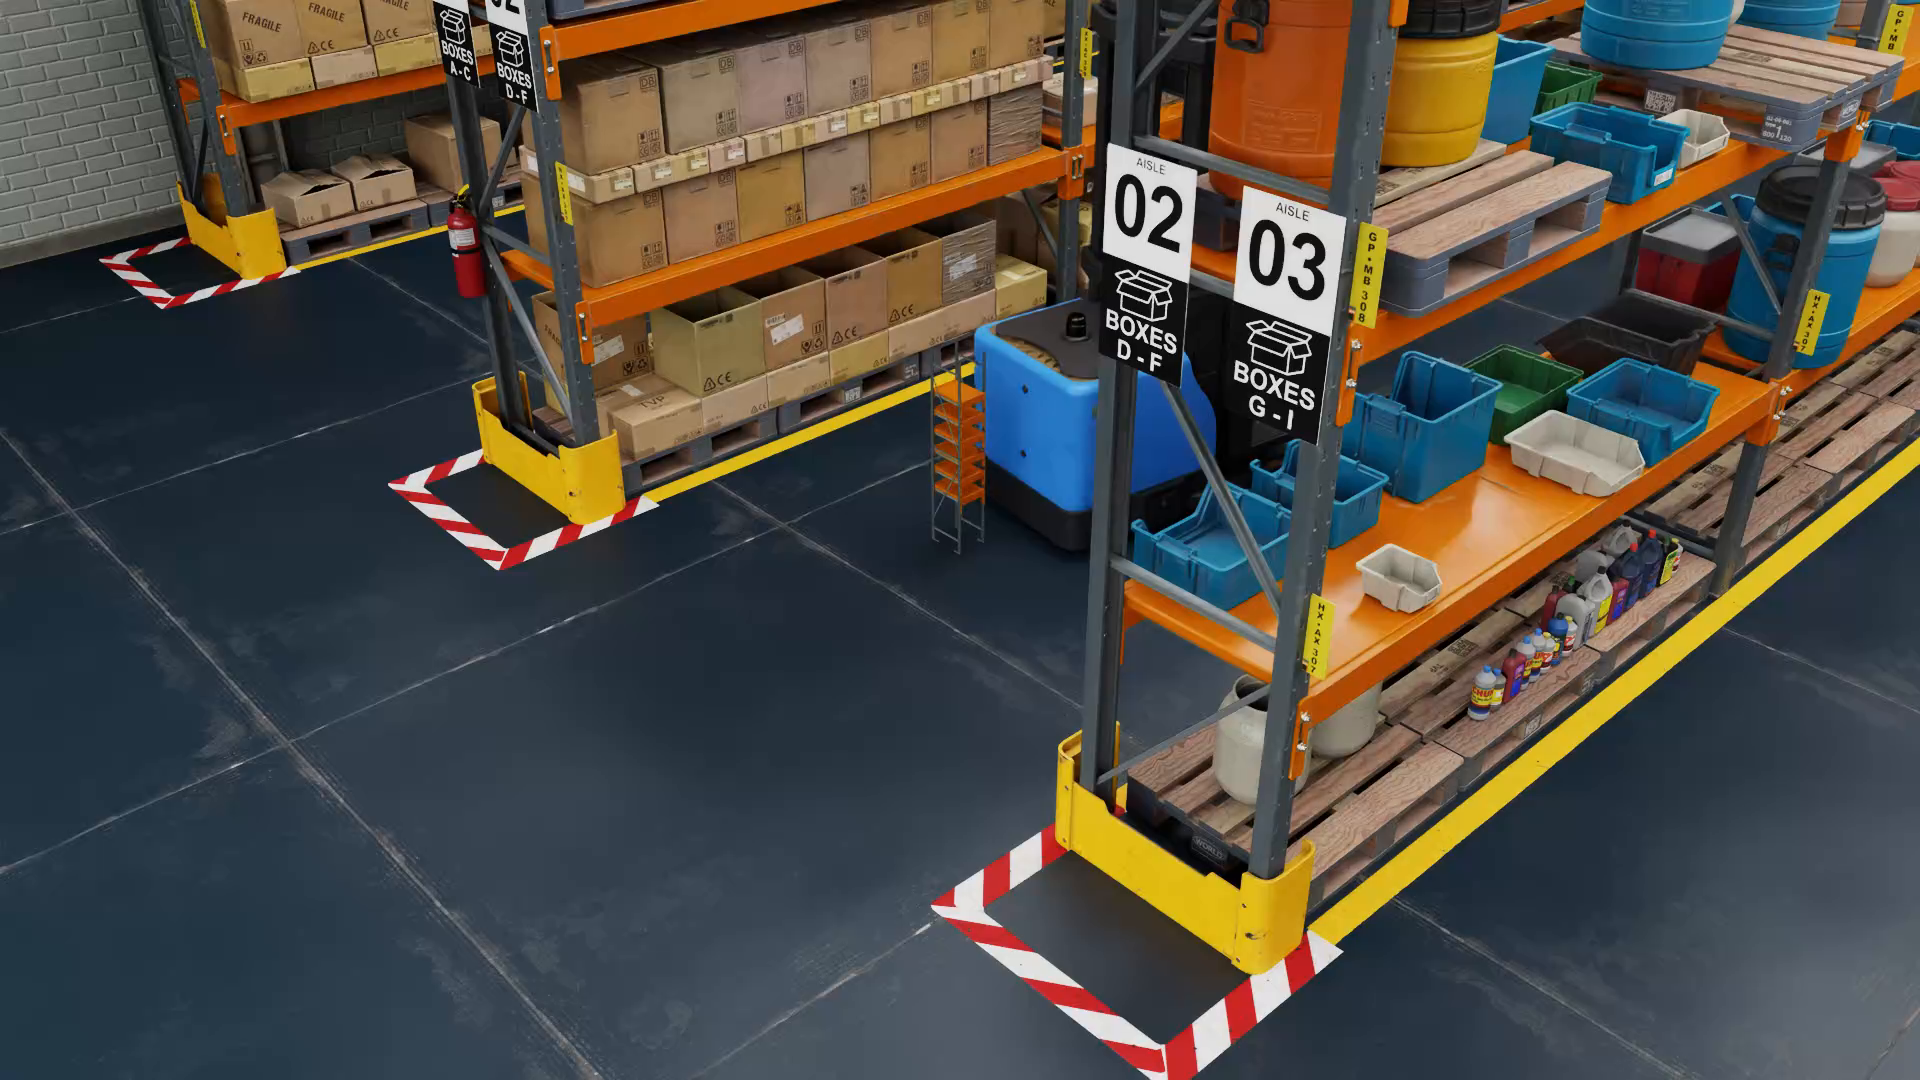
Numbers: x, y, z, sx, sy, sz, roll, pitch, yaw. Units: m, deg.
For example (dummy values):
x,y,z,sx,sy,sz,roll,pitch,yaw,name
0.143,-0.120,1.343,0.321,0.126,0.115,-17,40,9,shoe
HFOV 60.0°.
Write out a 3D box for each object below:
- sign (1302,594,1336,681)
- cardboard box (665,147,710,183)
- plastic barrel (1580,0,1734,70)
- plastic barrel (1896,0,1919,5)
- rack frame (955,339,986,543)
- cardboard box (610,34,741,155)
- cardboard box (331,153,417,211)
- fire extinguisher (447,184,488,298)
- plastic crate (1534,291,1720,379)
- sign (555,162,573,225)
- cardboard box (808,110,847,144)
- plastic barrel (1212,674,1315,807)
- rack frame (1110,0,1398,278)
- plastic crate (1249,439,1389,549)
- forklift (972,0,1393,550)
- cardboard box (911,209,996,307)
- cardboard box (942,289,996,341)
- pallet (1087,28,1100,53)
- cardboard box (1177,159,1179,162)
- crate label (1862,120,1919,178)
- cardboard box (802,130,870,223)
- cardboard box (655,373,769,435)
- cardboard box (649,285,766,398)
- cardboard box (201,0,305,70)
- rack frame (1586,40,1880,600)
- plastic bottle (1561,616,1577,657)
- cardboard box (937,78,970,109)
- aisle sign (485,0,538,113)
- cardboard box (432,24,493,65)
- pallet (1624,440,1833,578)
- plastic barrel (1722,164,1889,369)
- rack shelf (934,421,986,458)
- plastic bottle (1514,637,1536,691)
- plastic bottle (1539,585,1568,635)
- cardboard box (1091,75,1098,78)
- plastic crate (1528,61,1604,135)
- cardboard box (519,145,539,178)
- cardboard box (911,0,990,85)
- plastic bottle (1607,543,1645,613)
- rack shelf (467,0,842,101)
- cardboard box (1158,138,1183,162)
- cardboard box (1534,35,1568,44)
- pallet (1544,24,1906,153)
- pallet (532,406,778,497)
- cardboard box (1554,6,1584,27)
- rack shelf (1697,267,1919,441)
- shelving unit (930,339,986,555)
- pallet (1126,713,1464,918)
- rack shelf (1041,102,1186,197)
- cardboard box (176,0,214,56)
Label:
x,y,z,sx,sy,sz,roll,pitch,yaw,name
1.267,0.345,5.880,0.005,0.325,0.100,-26,40,-35,sign
-1.659,-2.204,9.596,0.250,0.149,0.380,-26,40,-35,cardboard box
3.027,-2.529,7.086,0.708,0.901,0.600,-26,40,-35,plastic barrel
5.014,-3.389,8.895,0.708,0.901,0.600,-26,40,-35,plastic barrel
0.056,-0.539,9.316,0.006,1.200,0.240,-26,40,-35,rack frame
-1.697,-2.610,9.637,0.500,0.500,0.700,-27,41,-37,cardboard box
-4.853,-2.993,13.759,0.500,0.311,0.500,-22,38,-32,cardboard box
-2.872,-1.748,9.642,0.183,0.674,0.296,-26,40,-35,fire extinguisher
3.359,-1.004,8.411,0.504,0.338,0.767,-26,40,-35,plastic crate
-2.096,-1.834,8.803,0.005,0.325,0.100,-26,40,-35,sign
-0.907,-2.566,10.189,0.250,0.149,0.380,-25,40,-35,cardboard box
1.327,0.870,7.268,0.421,0.512,0.421,0,31,0,plastic barrel
0.896,-2.309,4.734,0.127,3.000,1.000,-26,40,-35,rack frame
1.540,-0.206,7.188,0.408,0.251,0.499,-26,40,-35,plastic crate
1.570,-1.783,9.690,3.031,2.935,1.130,-20,37,-29,forklift
-0.102,-1.969,11.444,0.500,0.500,0.500,-26,40,-35,cardboard box
-0.101,-1.649,11.638,0.500,0.250,0.500,-26,40,-35,cardboard box
1.550,-5.868,18.979,1.213,0.211,1.003,-26,40,-35,pallet
2.063,-2.907,13.158,0.500,0.311,0.500,-25,39,-34,cardboard box
5.850,-2.353,10.523,0.616,0.435,0.502,-26,40,-35,crate label
-0.985,-2.399,10.536,0.500,0.500,0.700,-24,39,-34,cardboard box
-1.561,-0.935,10.472,0.500,0.250,0.500,-26,40,-35,cardboard box
-1.559,-1.255,10.275,0.500,0.500,0.500,-26,40,-35,cardboard box
-5.286,-3.858,12.424,0.500,0.500,0.500,-26,40,-35,cardboard box
3.829,-1.168,8.619,0.127,3.000,1.000,-26,40,-35,rack frame
2.985,0.468,8.204,0.097,0.201,0.097,0,31,0,plastic bottle
-0.155,-2.931,10.784,0.250,0.149,0.380,-26,40,-36,cardboard box
-2.309,-2.614,8.492,0.004,0.787,0.394,-26,40,-35,aisle sign
-4.145,-4.082,13.509,0.500,0.250,0.500,-25,40,-35,cardboard box
4.379,-0.272,9.826,1.213,0.211,1.003,-26,40,-35,pallet
4.318,-1.403,8.523,0.708,0.901,0.600,-26,40,-35,plastic barrel
-0.011,-0.571,9.224,0.180,0.103,0.258,-26,40,-35,rack shelf
2.689,0.582,7.951,0.097,0.271,0.097,0,31,0,plastic bottle
2.981,0.340,8.335,0.133,0.283,0.061,-26,40,-35,plastic bottle
0.984,-3.389,12.380,0.258,0.266,0.396,-27,40,-37,cardboard box
2.487,-1.902,7.147,0.450,0.188,0.336,-26,40,-35,plastic crate
-2.319,-2.173,9.545,0.250,0.149,0.380,-27,40,-36,cardboard box
-0.227,-3.321,10.800,0.500,0.500,0.700,-26,40,-36,cardboard box
3.412,0.181,8.530,0.144,0.351,0.185,27,40,37,plastic bottle
-1.003,-3.328,9.965,4.000,0.370,1.077,-26,40,-35,rack shelf
1.682,-3.103,13.479,0.500,0.311,0.500,-26,40,-36,cardboard box
5.795,-4.566,16.151,0.500,0.500,0.500,-26,40,-35,cardboard box
3.366,-2.074,7.406,1.003,0.211,1.213,-26,40,-35,pallet
-1.937,-0.743,10.597,1.213,0.211,1.003,-26,40,-35,pallet
6.555,-5.334,17.406,0.500,0.500,0.500,-26,40,-35,cardboard box
5.296,-1.571,9.967,4.000,0.370,1.077,-26,40,-35,rack shelf
-0.011,-0.507,9.263,0.189,1.200,0.258,-26,40,-35,shelving unit
1.519,1.109,7.568,1.213,0.211,1.003,-26,40,-35,pallet
1.931,-3.467,13.068,4.000,0.370,1.077,-26,40,-35,rack shelf
-5.639,-4.052,12.741,0.500,0.500,0.500,-26,40,-36,cardboard box
